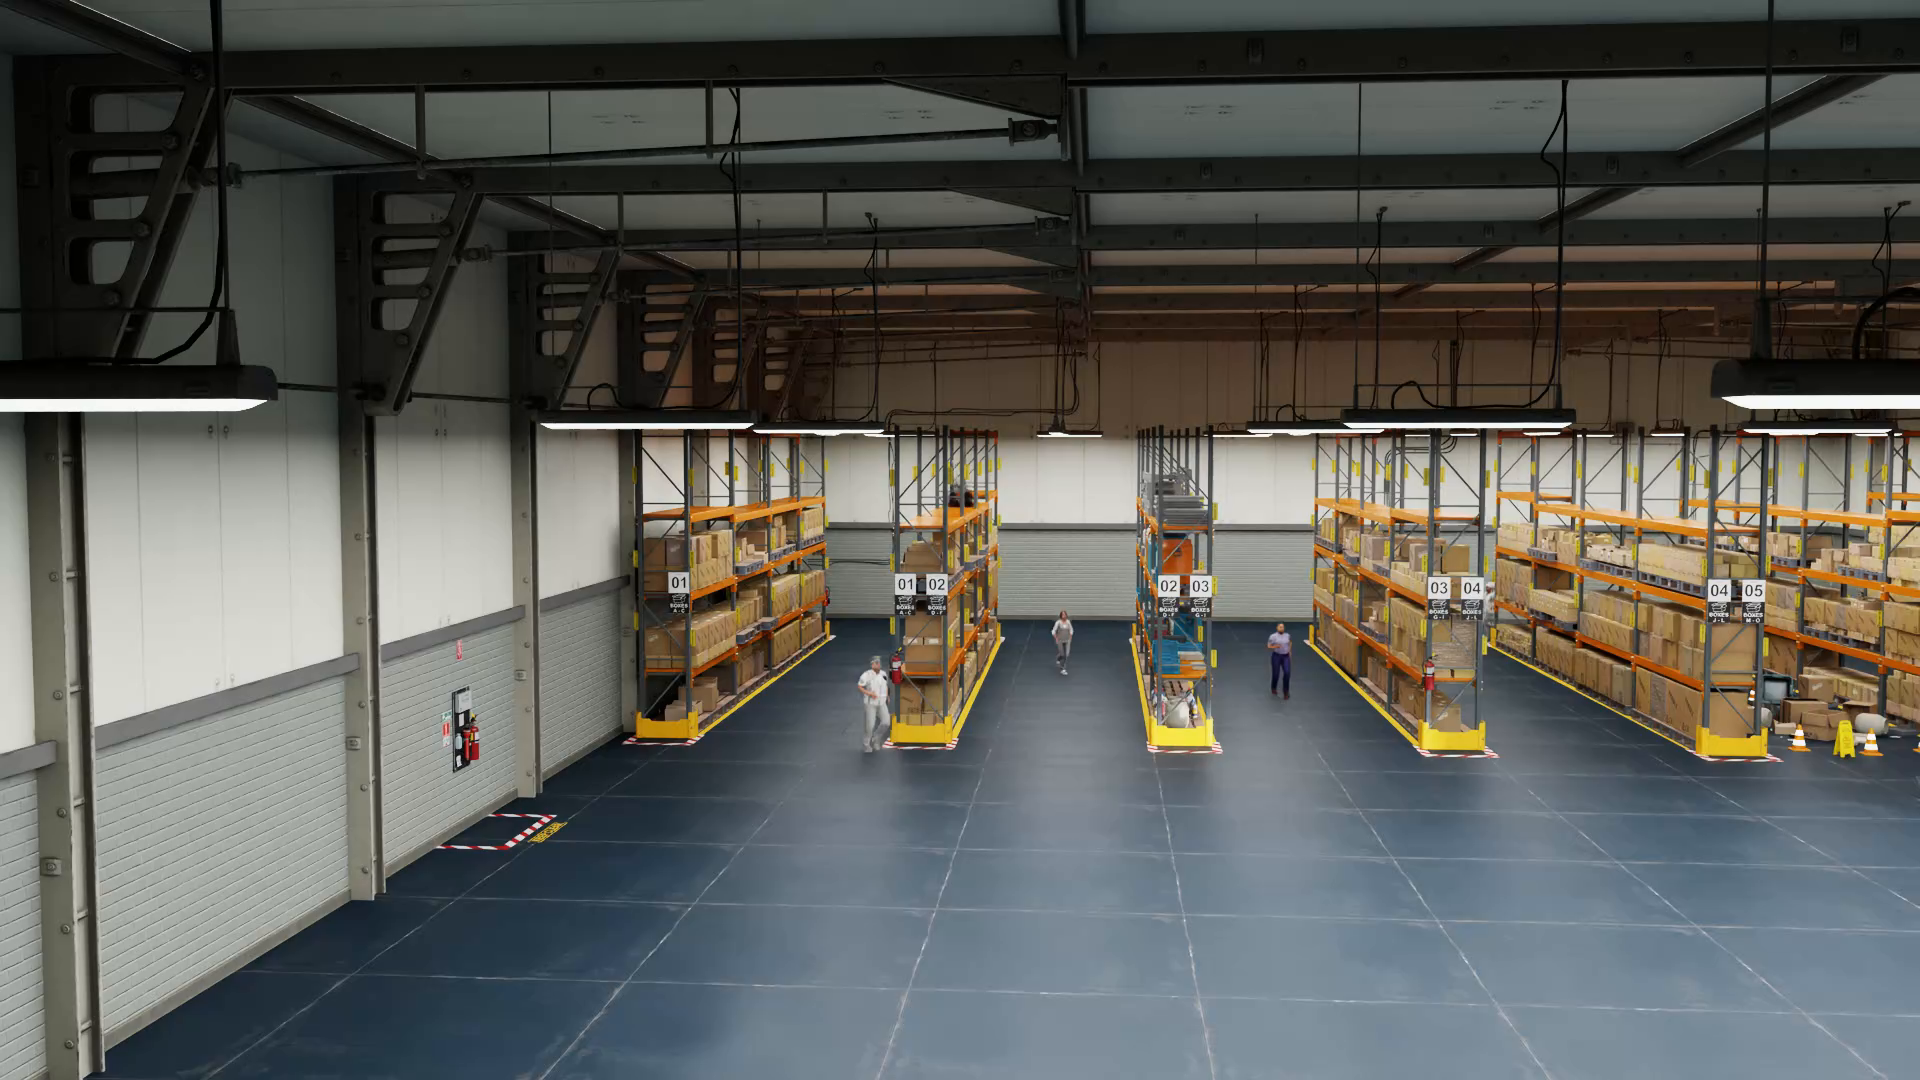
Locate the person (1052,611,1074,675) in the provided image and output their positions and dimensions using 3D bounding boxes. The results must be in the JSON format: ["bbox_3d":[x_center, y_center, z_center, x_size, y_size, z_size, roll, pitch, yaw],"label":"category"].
[{"bbox_3d":[2.529,2.505,40.761,0.538,1.557,0.549,-1,4,-12],"label":"person"}]

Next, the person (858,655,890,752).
[{"bbox_3d":[-1.528,3.009,30.554,0.679,1.778,0.569,-2,4,-30],"label":"person"}]

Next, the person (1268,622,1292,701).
[{"bbox_3d":[7.113,2.671,36.917,0.596,1.687,0.793,0,3,-3],"label":"person"}]

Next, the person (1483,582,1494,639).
[{"bbox_3d":[15.188,2.027,47.549,0.587,1.689,0.732,0,3,-4],"label":"person"}]
